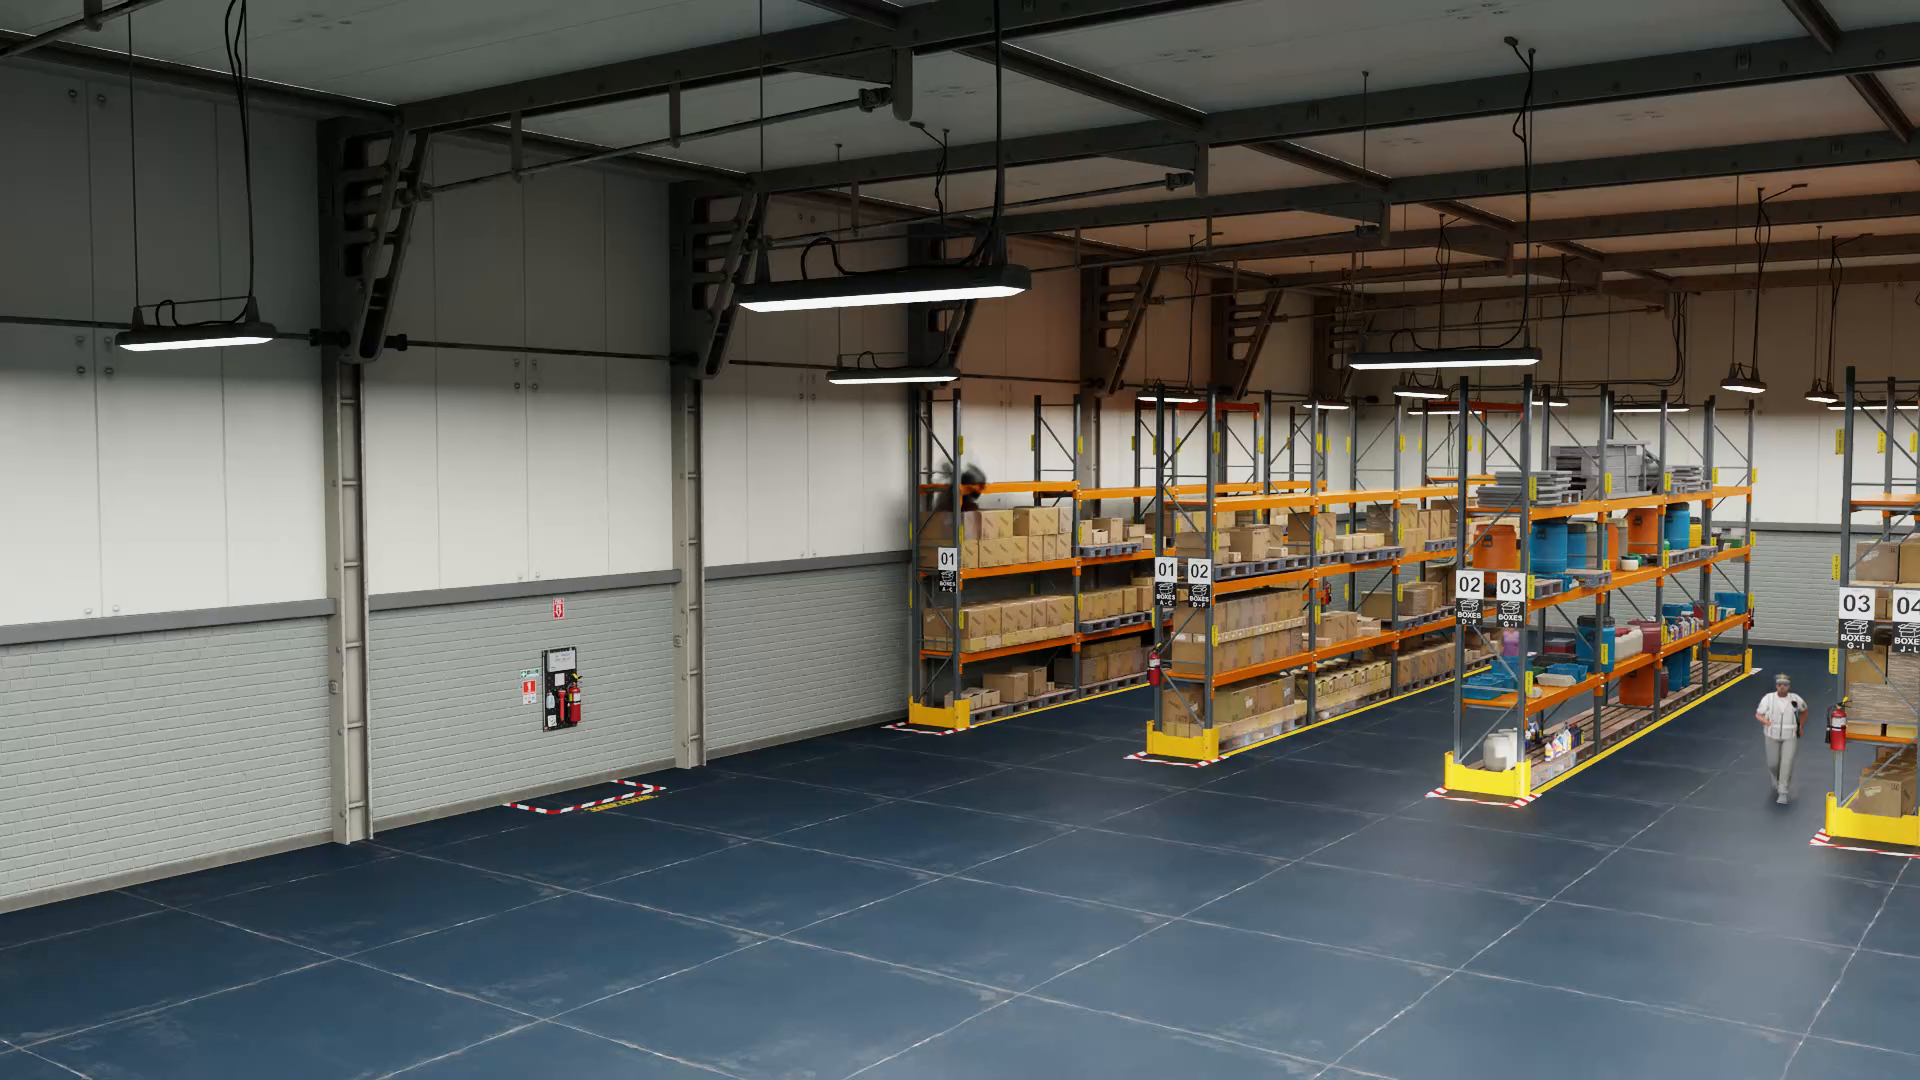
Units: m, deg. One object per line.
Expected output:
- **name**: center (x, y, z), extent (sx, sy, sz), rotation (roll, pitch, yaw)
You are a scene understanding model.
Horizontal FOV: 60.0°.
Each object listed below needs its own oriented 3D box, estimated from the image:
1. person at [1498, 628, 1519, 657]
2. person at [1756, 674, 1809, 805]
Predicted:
- **person**: center (10.799, 2.346, 32.604), extent (0.520, 1.558, 0.570), rotation (2, 4, 28)
- **person**: center (11.602, 2.778, 23.484), extent (0.664, 1.769, 0.954), rotation (2, 4, 27)
